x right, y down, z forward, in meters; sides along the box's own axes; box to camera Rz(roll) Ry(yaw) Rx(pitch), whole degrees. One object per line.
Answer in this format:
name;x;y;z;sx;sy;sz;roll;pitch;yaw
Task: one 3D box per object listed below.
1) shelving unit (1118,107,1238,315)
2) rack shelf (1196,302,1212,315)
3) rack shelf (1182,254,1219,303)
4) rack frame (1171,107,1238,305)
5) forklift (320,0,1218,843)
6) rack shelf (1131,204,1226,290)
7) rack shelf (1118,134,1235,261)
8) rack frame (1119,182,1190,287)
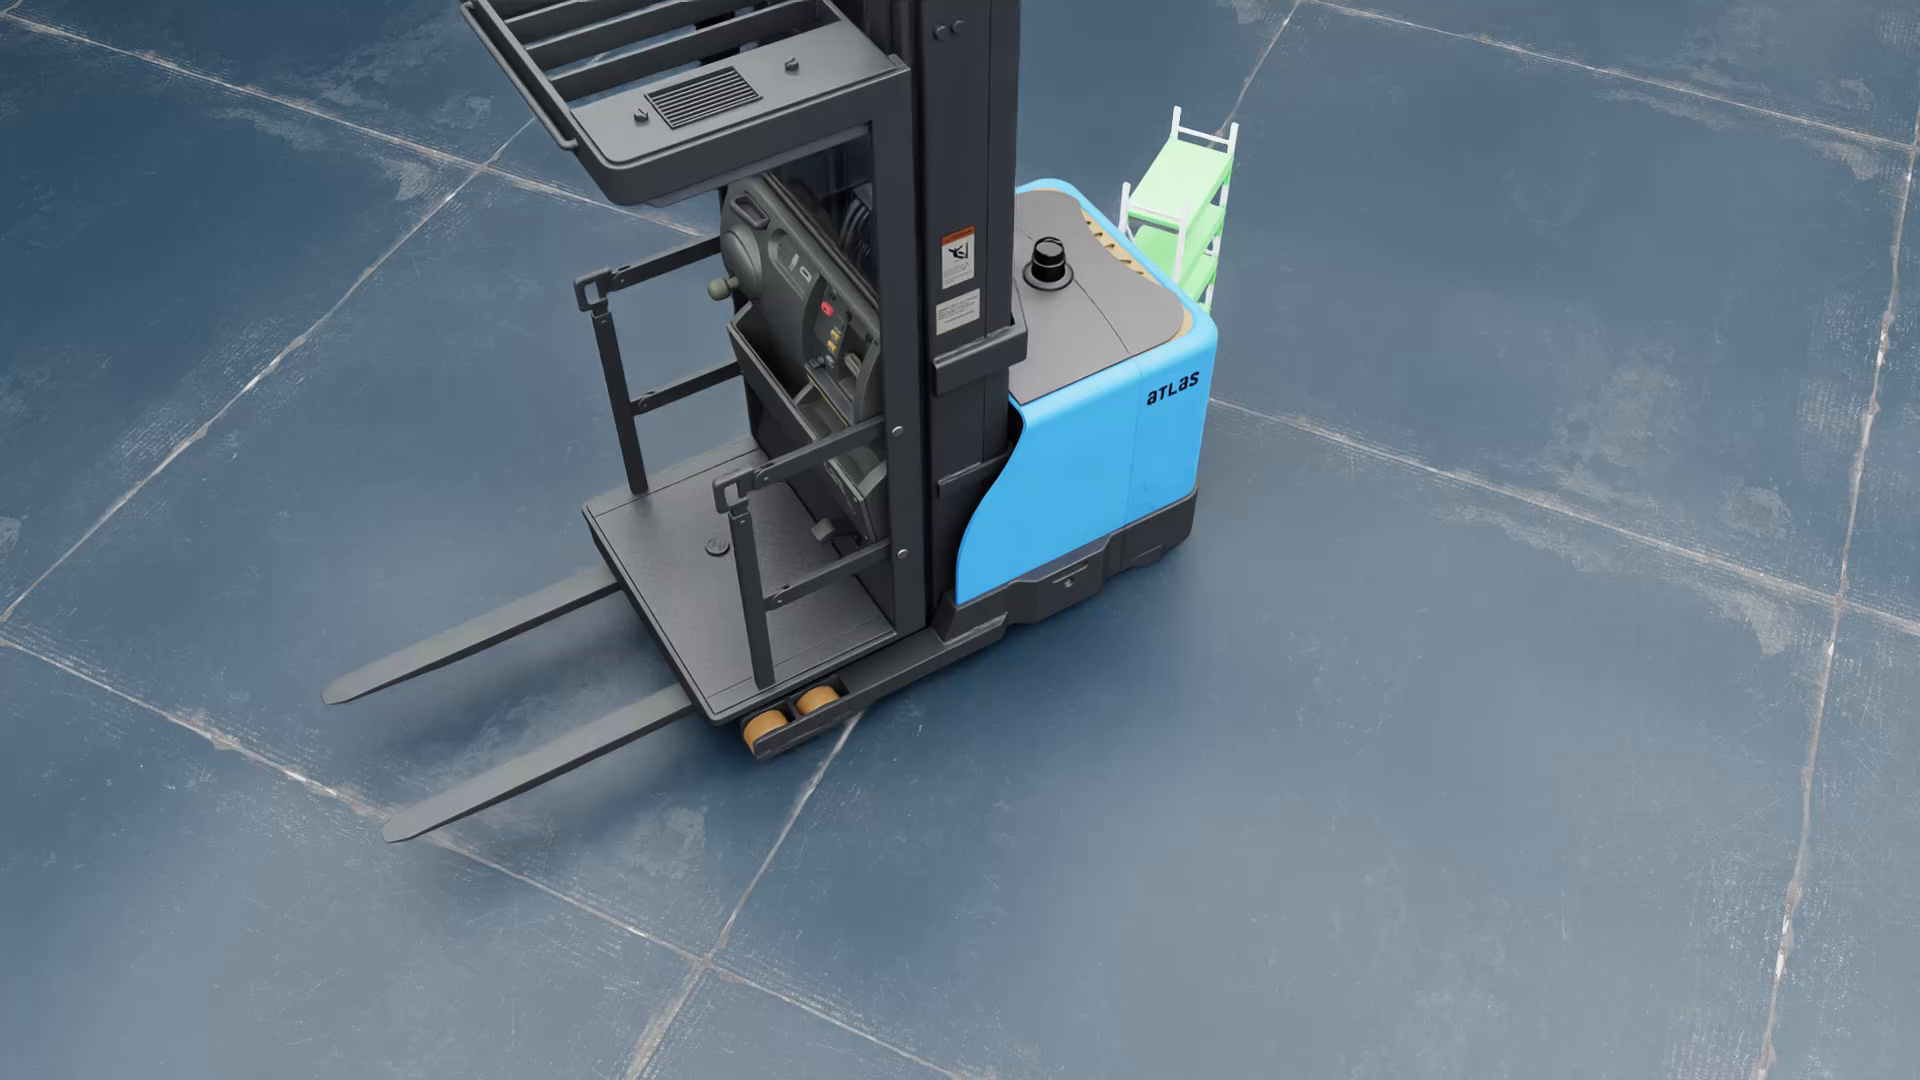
shelving unit;0.777;-0.965;6.283;0.258;1.200;0.503;20;53;16
rack shelf;0.777;-0.768;6.515;0.258;0.148;0.480;20;53;16
rack shelf;0.777;-0.923;6.332;0.258;0.148;0.480;20;53;16
rack frame;0.883;-1.132;6.426;0.240;1.200;0.015;20;53;16
forklift;-0.661;-0.680;4.904;3.031;2.935;1.130;-25;54;-20
rack shelf;0.777;-1.079;6.149;0.258;0.148;0.480;20;53;16
rack shelf;0.777;-1.235;5.966;0.258;0.148;0.480;20;53;16
rack frame;0.671;-0.798;6.141;0.240;1.200;0.015;20;53;16
